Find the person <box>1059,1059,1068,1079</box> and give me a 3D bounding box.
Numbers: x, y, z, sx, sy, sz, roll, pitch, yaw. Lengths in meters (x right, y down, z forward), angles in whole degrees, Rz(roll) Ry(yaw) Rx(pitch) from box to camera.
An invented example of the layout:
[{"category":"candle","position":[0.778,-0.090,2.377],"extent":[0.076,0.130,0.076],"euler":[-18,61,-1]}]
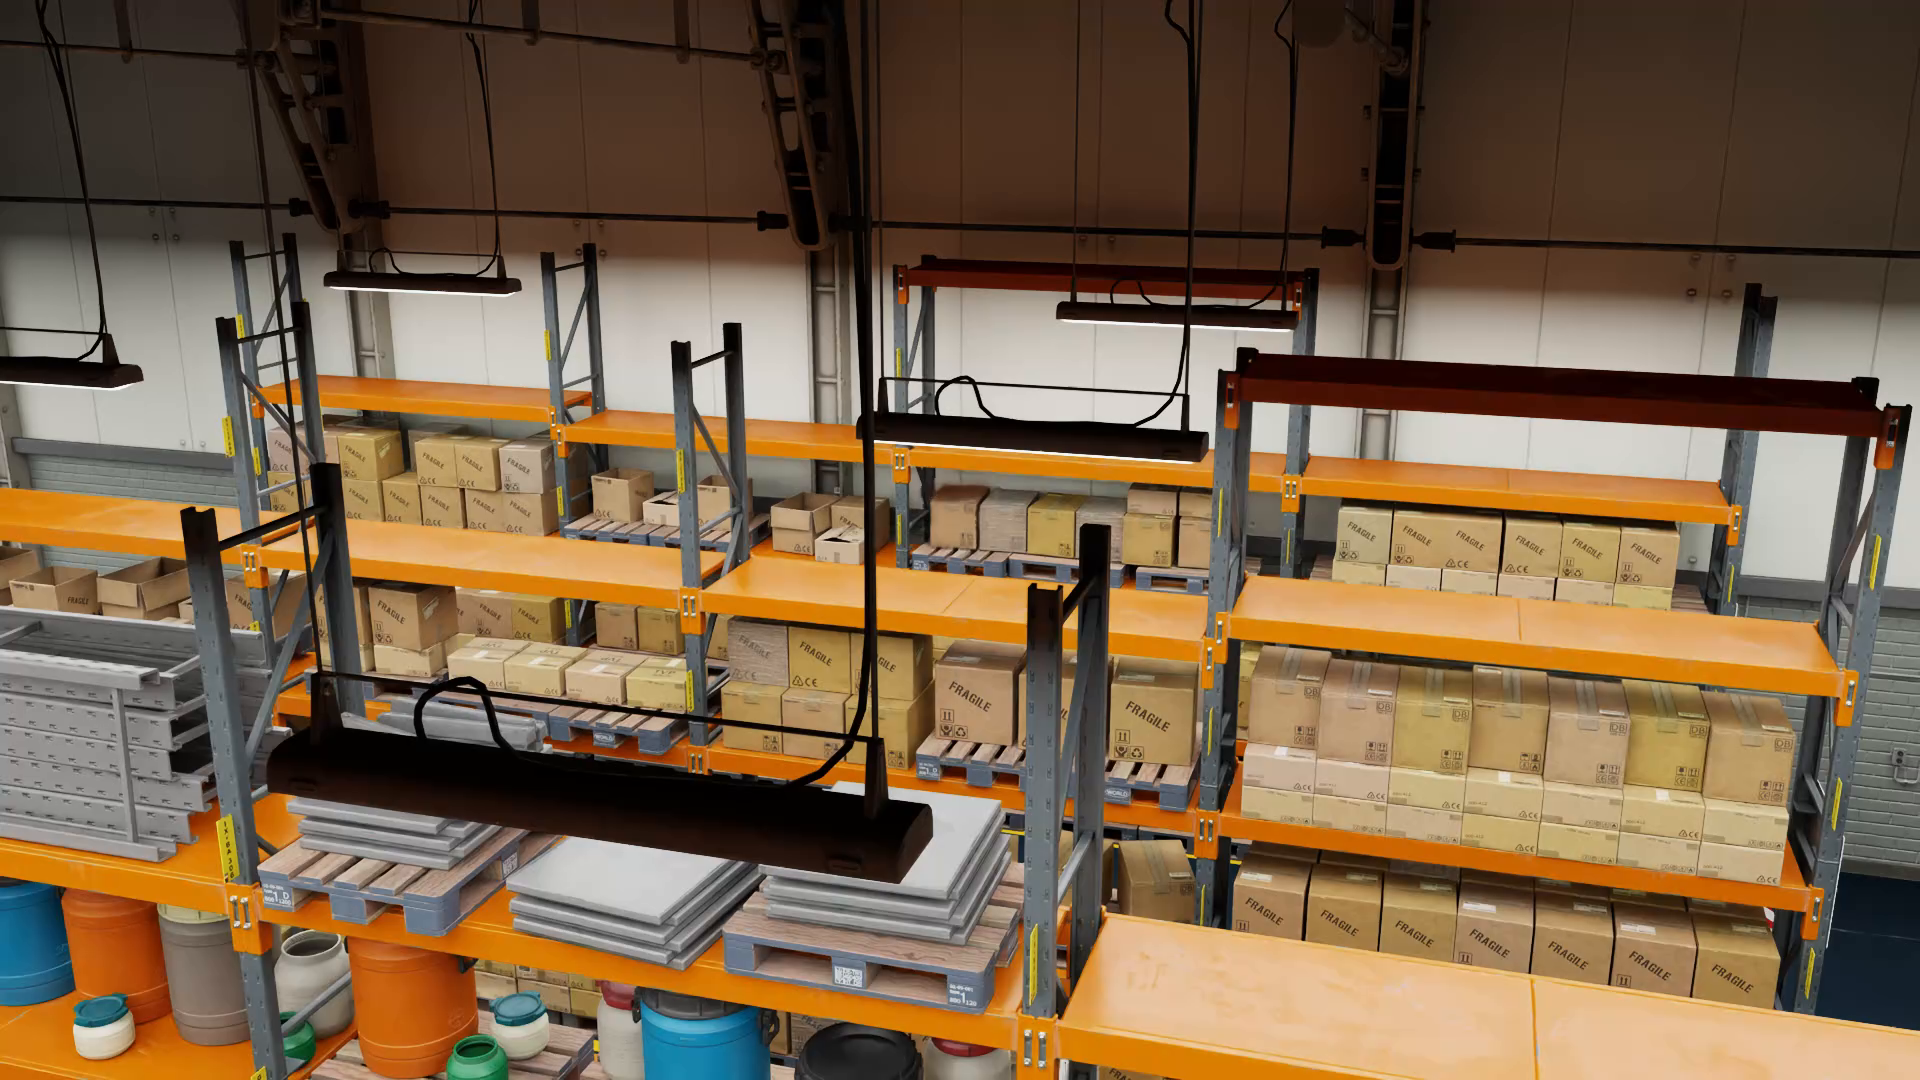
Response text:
[{"category":"person","position":[0.490,4.080,11.374],"extent":[1.055,1.728,0.650],"euler":[3,16,11]}]
